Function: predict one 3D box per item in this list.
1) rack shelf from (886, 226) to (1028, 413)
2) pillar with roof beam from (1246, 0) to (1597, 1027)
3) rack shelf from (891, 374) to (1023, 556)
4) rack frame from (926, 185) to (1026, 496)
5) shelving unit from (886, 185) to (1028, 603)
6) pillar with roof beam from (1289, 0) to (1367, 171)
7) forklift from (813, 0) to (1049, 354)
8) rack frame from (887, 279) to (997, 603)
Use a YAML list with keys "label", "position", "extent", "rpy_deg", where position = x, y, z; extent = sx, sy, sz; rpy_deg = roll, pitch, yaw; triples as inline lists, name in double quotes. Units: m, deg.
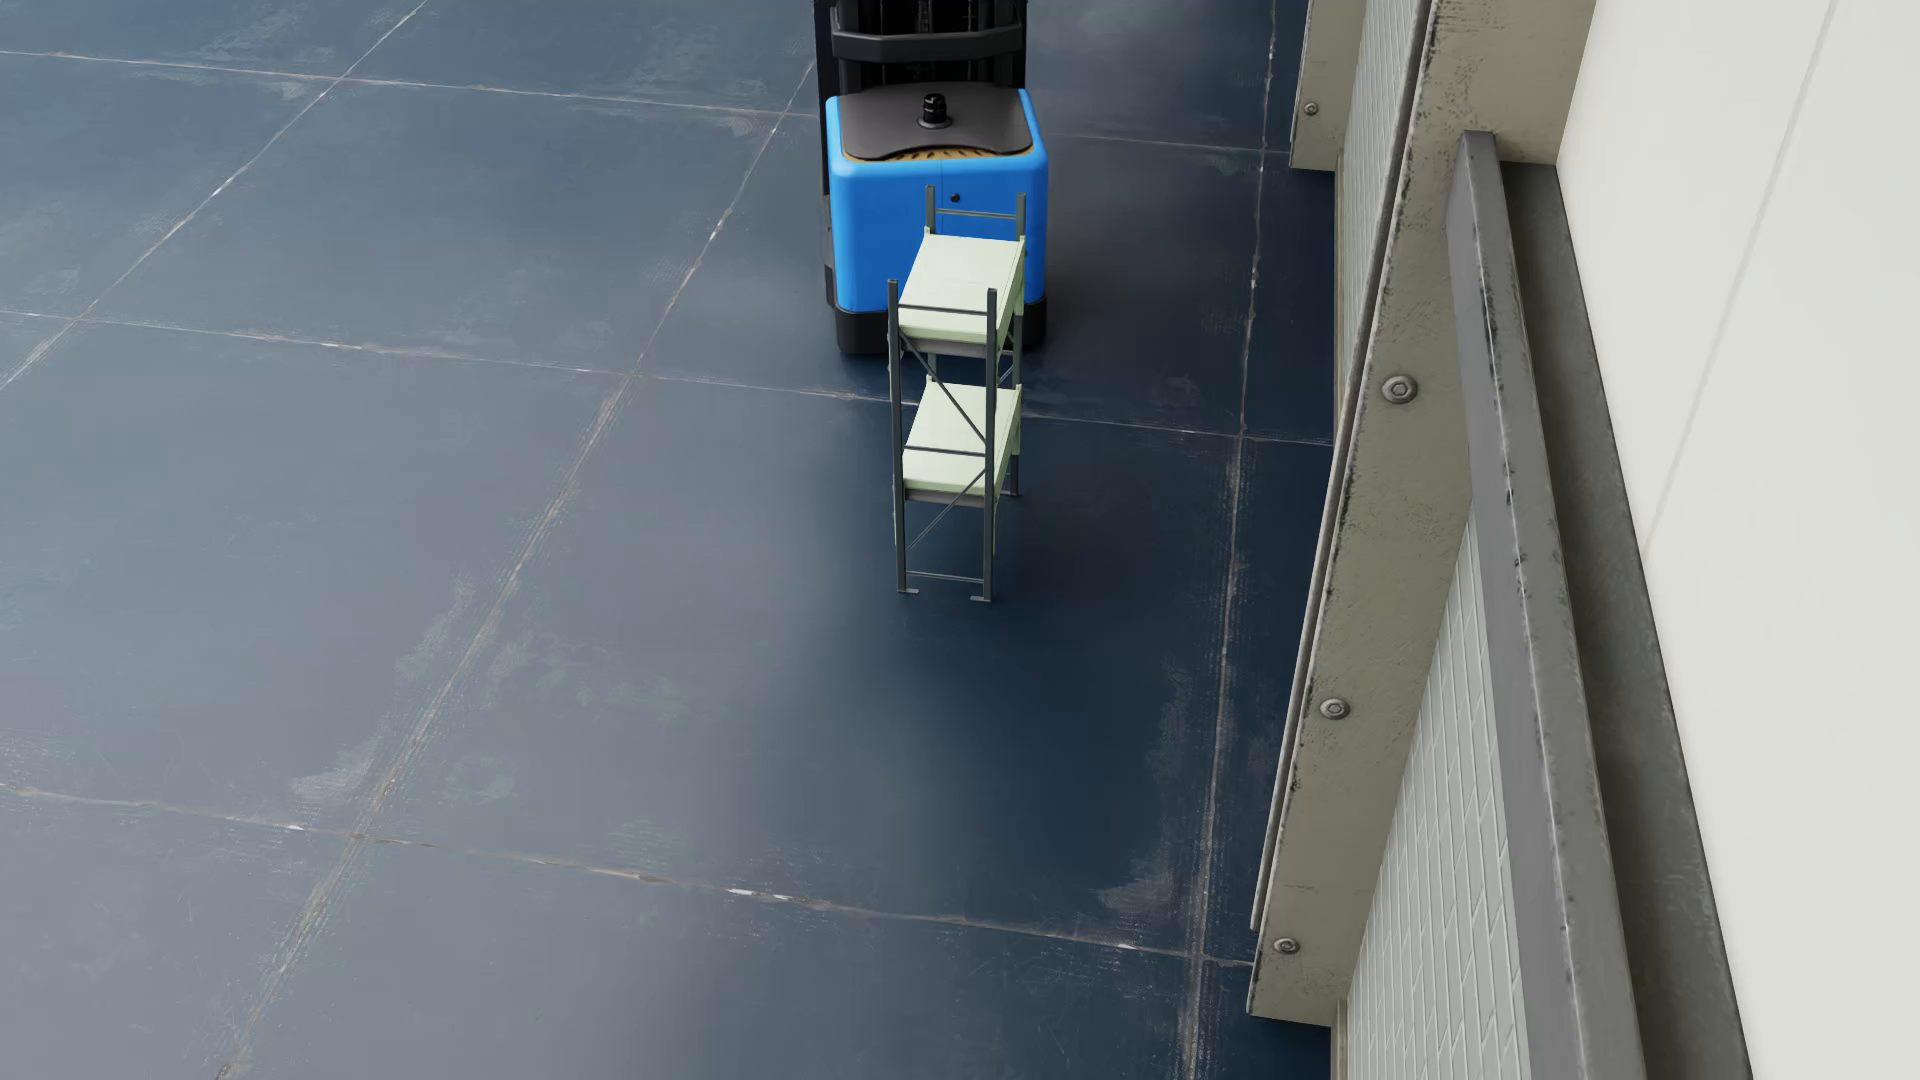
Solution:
- label: "rack shelf"
  position: [-0.001, -0.875, 6.518]
  extent: [0.431, 0.370, 0.720]
  rpy_deg: [6, 40, 8]
- label: "pillar with roof beam"
  position: [-3.125, -2.513, 3.227]
  extent: [9.100, 9.000, 0.400]
  rpy_deg: [6, 40, 8]
- label: "rack shelf"
  position: [-0.001, -0.323, 6.975]
  extent: [0.431, 0.370, 0.720]
  rpy_deg: [6, 40, 8]
- label: "rack frame"
  position: [0.062, -0.804, 7.045]
  extent: [0.400, 1.500, 0.023]
  rpy_deg: [6, 40, 8]
- label: "shelving unit"
  position: [-0.001, -0.574, 6.767]
  extent: [0.431, 1.500, 0.755]
  rpy_deg: [6, 40, 8]
- label: "pillar with roof beam"
  position: [-2.087, -6.279, 7.782]
  extent: [9.100, 9.000, 0.400]
  rpy_deg: [6, 40, 8]
- label: "forklift"
  position: [-0.226, -2.981, 8.555]
  extent: [1.130, 2.935, 3.031]
  rpy_deg: [-4, 40, -4]
- label: "rack frame"
  position: [-0.064, -0.344, 6.489]
  extent: [0.400, 1.500, 0.023]
  rpy_deg: [6, 40, 8]
